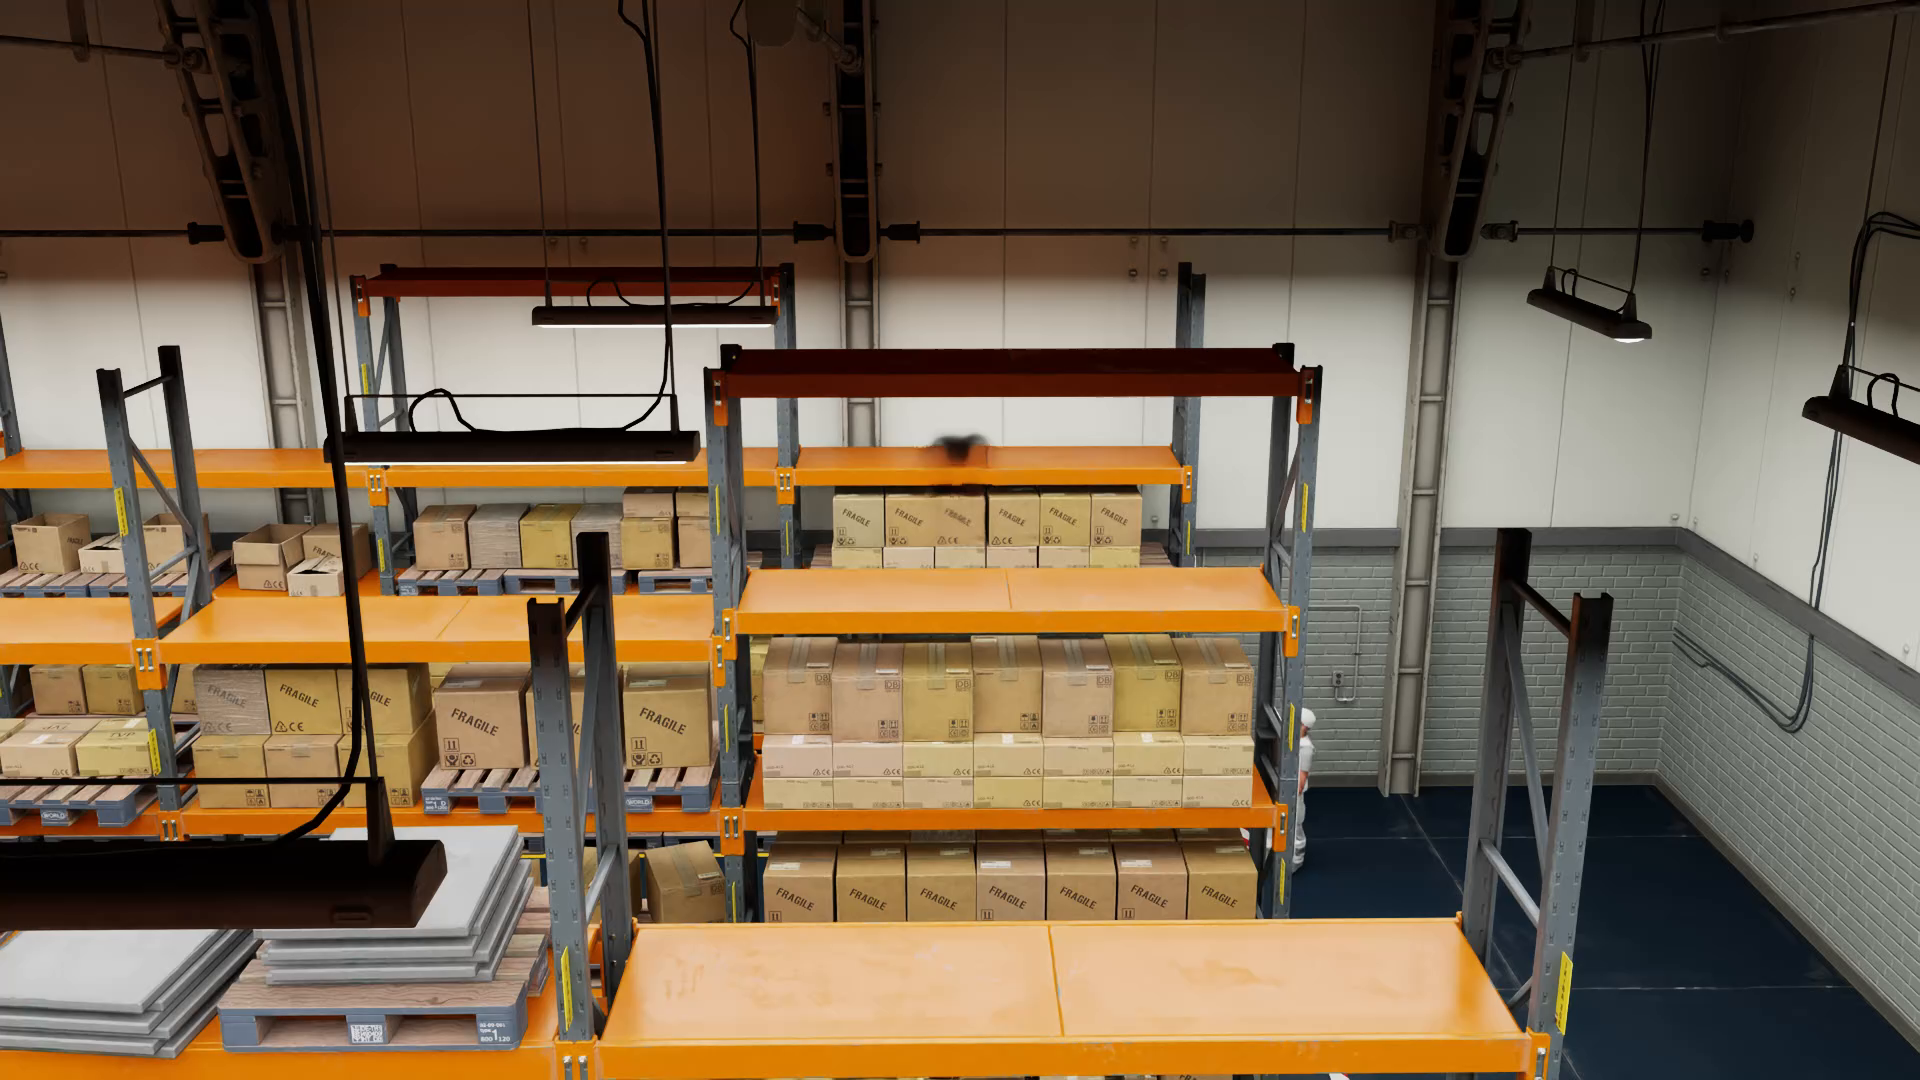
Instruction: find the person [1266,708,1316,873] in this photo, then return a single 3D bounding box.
[{"bbox_3d":[3.230,2.544,16.701,0.637,1.773,0.577,-10,19,-32],"label":"person"}]
